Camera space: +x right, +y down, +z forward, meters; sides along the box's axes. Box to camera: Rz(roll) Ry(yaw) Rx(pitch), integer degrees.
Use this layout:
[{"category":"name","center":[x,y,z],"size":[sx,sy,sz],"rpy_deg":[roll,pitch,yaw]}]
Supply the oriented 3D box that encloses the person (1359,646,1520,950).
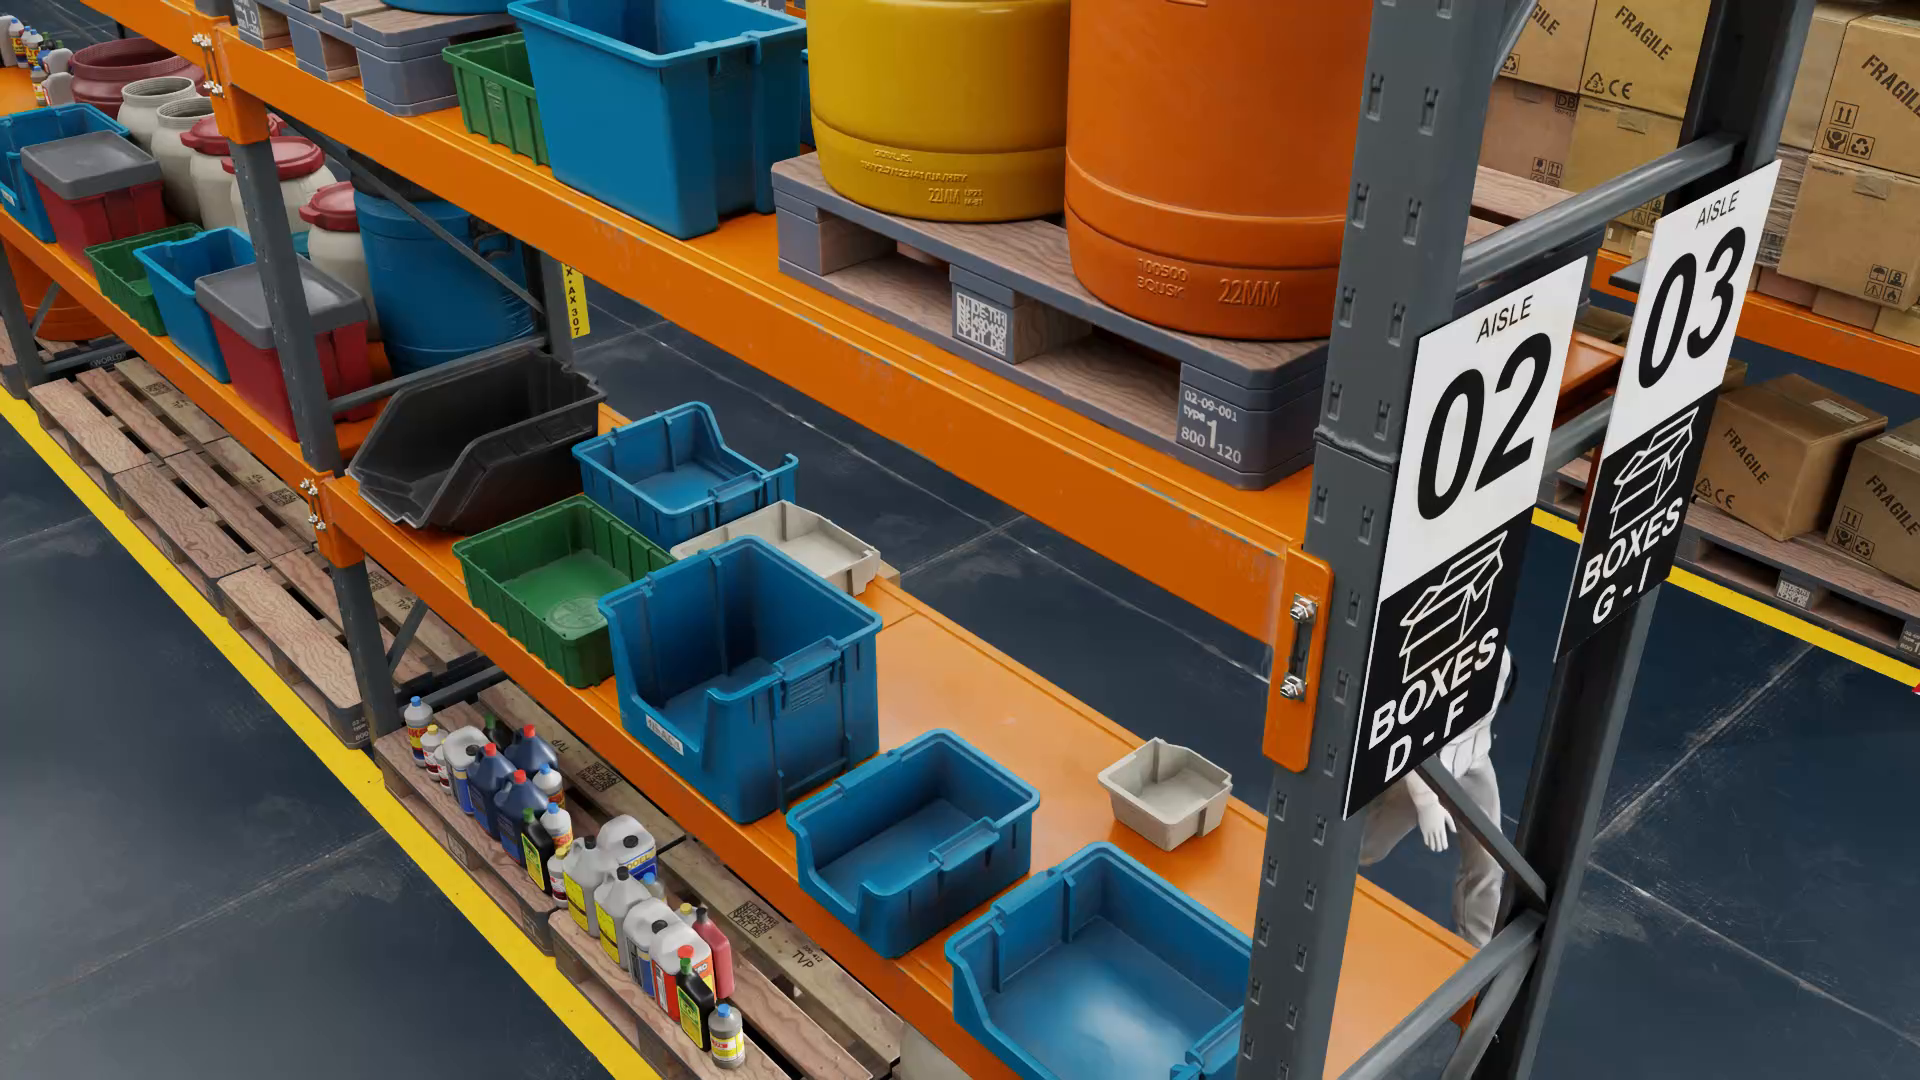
[{"category":"person","center":[1.435,0.647,5.059],"size":[0.505,1.641,0.972],"rpy_deg":[-28,41,-37]}]
